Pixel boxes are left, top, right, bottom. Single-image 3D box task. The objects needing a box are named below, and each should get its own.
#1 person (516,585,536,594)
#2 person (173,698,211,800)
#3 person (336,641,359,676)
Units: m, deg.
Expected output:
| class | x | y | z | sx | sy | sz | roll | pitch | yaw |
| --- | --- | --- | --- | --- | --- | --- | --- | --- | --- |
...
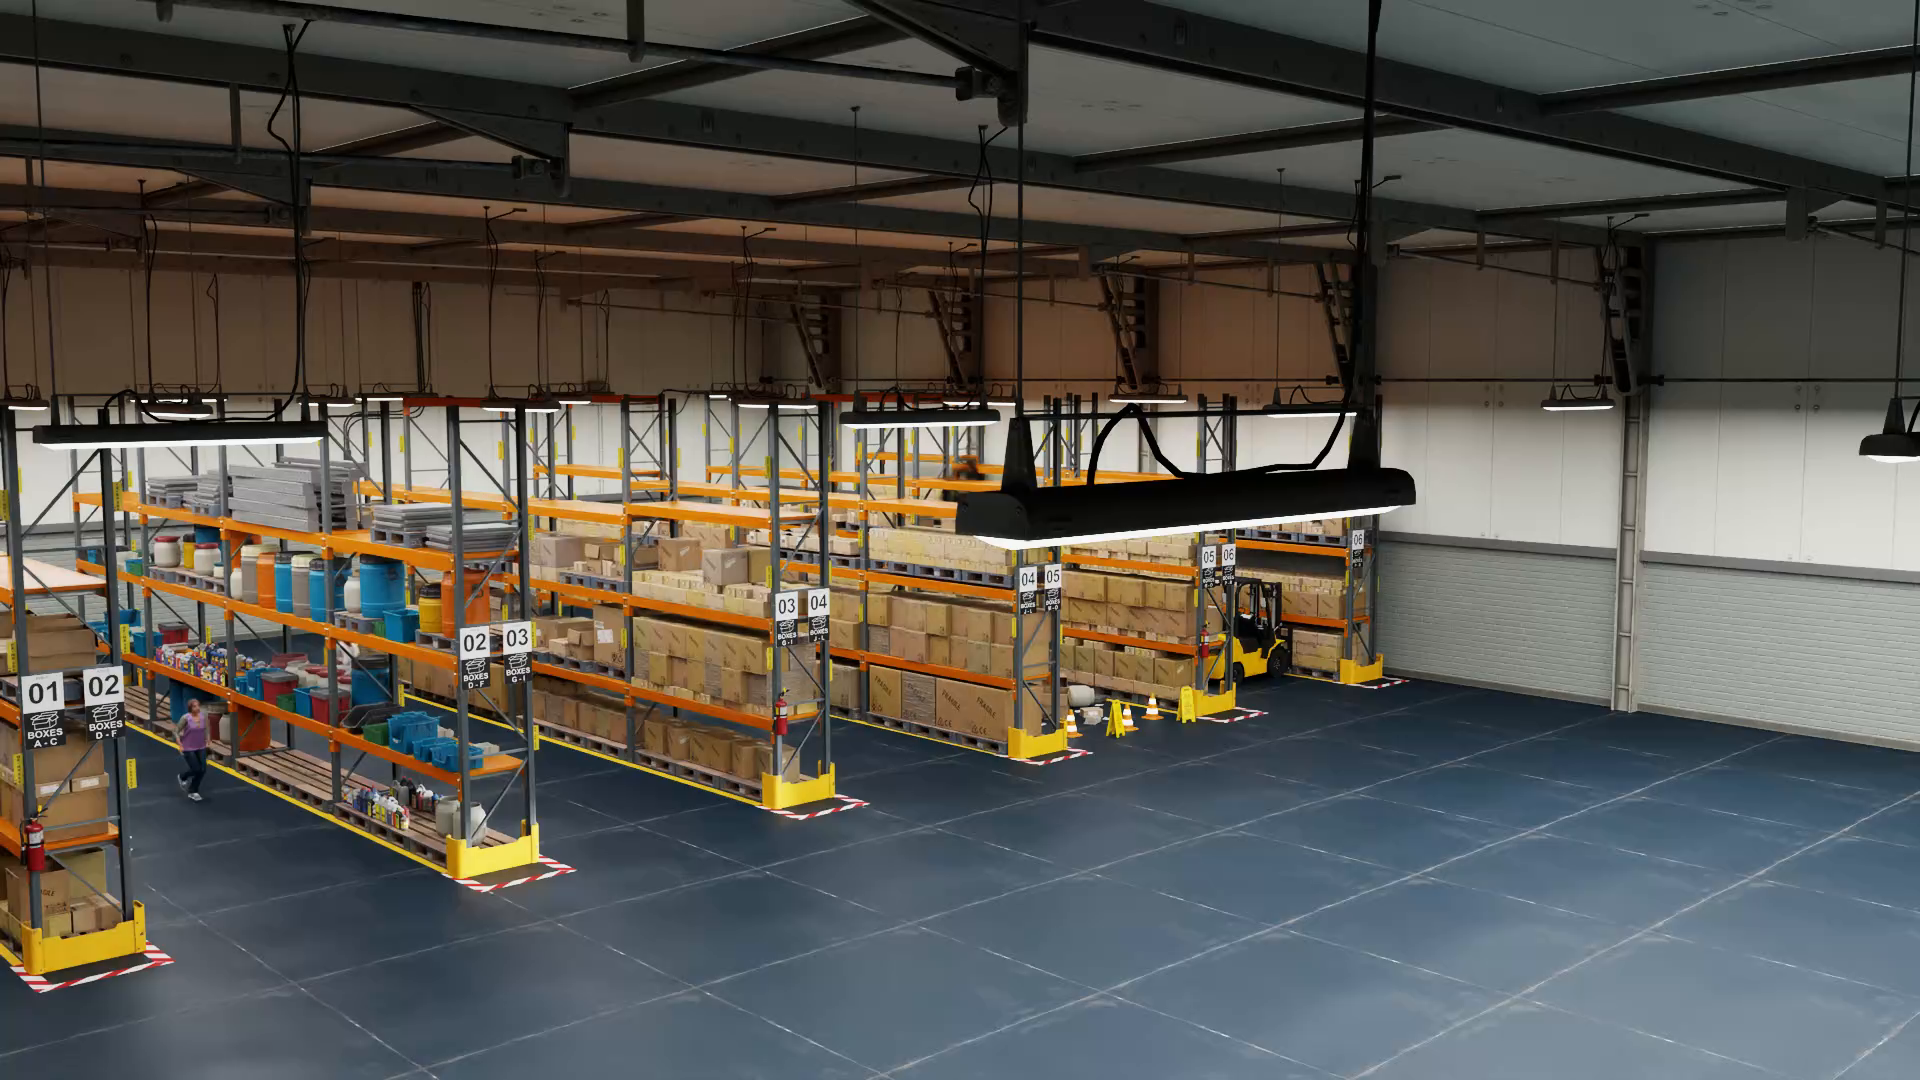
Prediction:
| class | x | y | z | sx | sy | sz | roll | pitch | yaw |
| --- | --- | --- | --- | --- | --- | --- | --- | --- | --- |
| person | -10.553 | 1.566 | 40.289 | 0.701 | 1.710 | 0.684 | 5 | 7 | 41 |
| person | -11.536 | 3.151 | 25.038 | 0.577 | 1.553 | 0.522 | 4 | 7 | 37 |
| person | -11.309 | 2.467 | 30.612 | 0.977 | 1.785 | 0.645 | 4 | 7 | 35 |
